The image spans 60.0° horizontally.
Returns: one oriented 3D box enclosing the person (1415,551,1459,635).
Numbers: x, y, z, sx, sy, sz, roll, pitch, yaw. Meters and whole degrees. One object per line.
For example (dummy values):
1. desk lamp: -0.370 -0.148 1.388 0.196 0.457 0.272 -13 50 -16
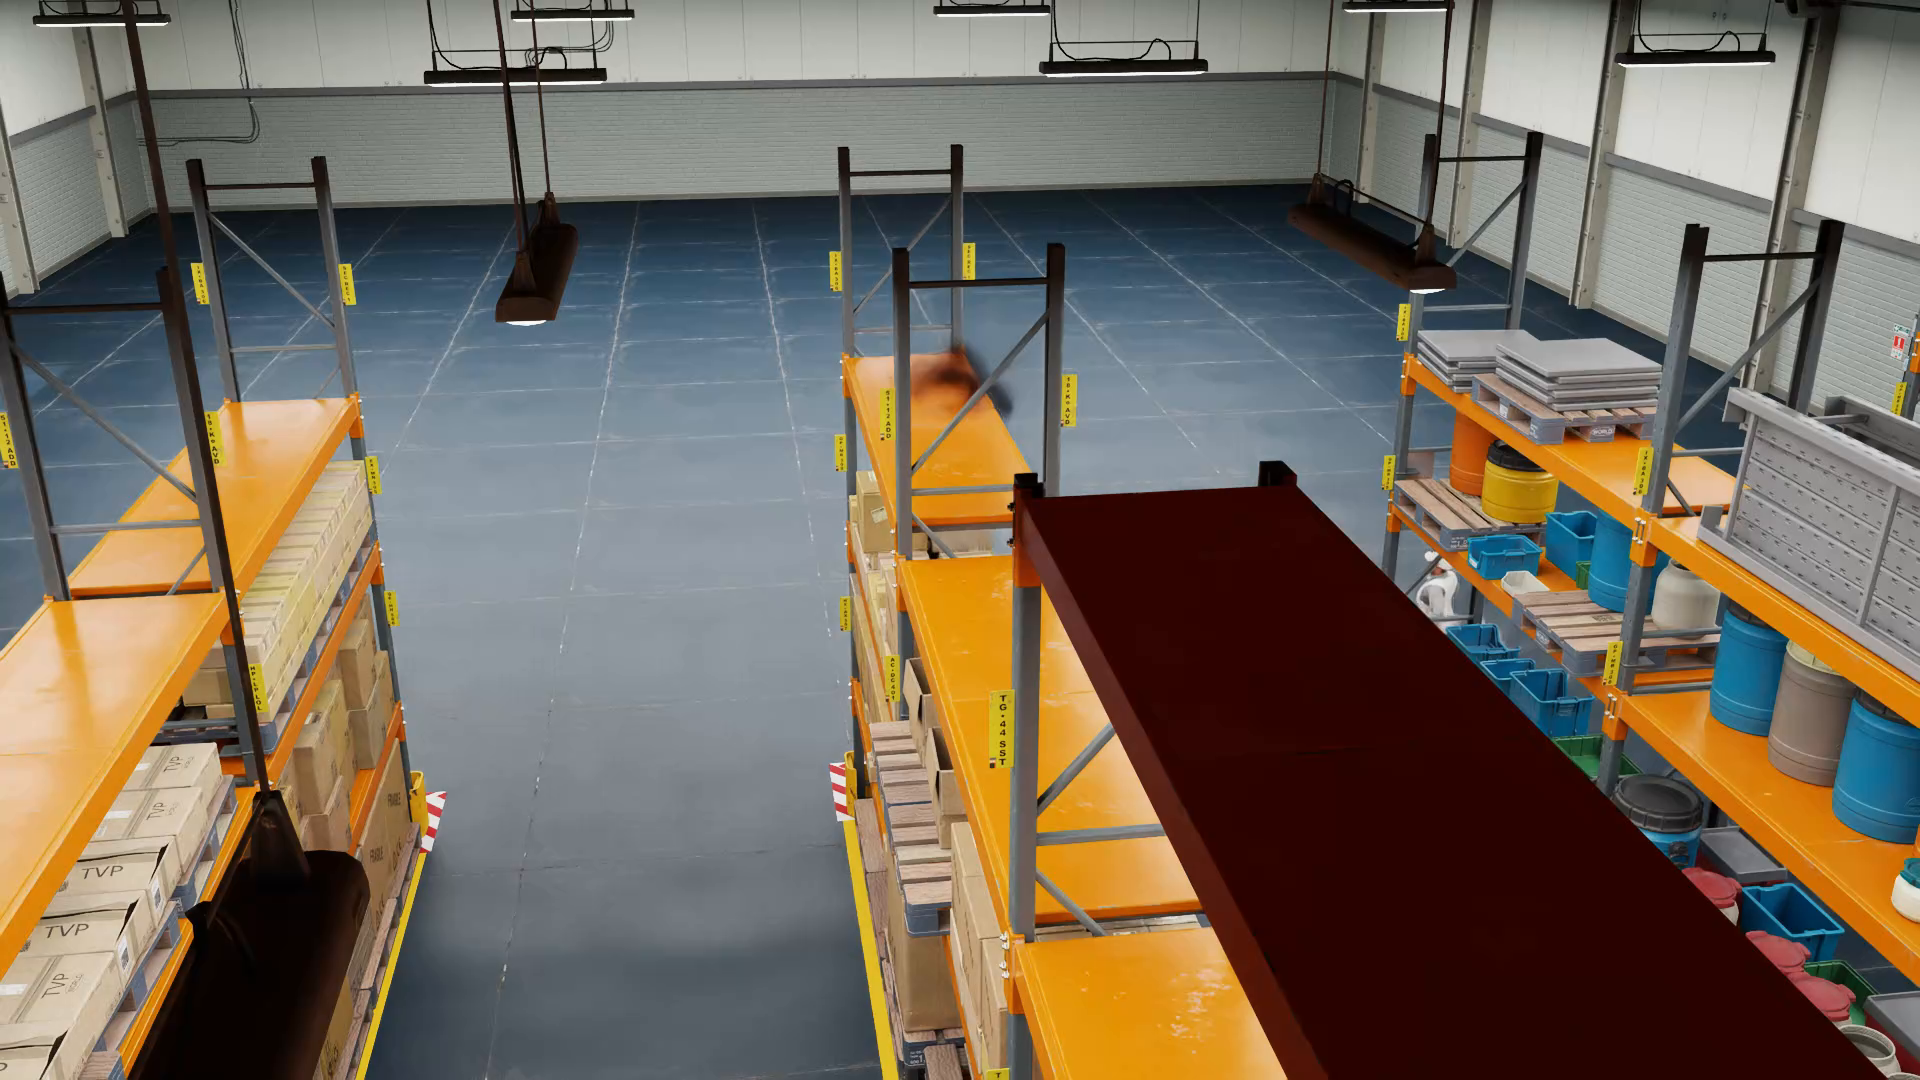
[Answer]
1. person: 4.850 0.867 17.097 0.889 1.728 0.714 16 26 34
